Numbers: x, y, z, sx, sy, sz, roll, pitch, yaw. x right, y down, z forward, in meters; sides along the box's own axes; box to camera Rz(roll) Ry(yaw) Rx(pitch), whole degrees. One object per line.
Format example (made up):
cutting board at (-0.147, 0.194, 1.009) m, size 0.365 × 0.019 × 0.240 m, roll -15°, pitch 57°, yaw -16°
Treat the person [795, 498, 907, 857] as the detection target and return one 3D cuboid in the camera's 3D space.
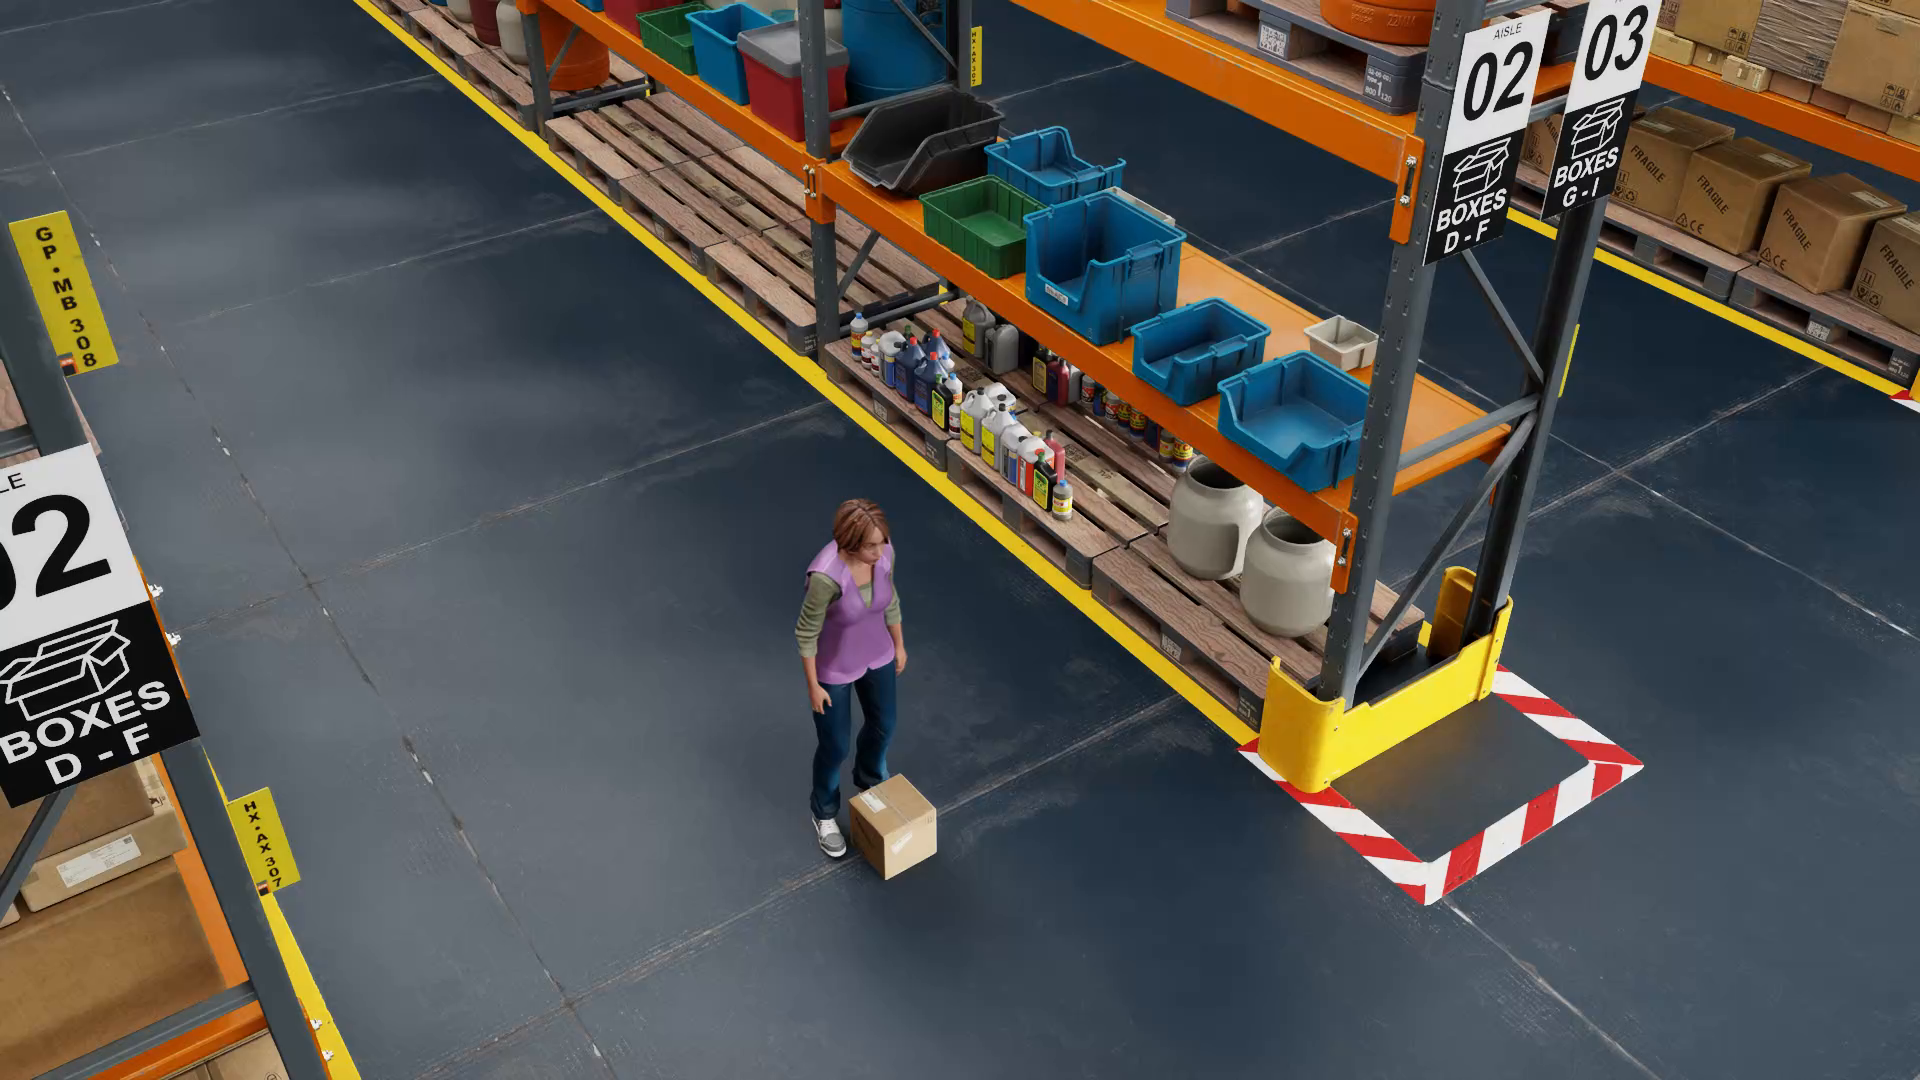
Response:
person at (-0.409, 0.488, 6.359) m, size 0.483 × 1.592 × 0.348 m, roll -26°, pitch 44°, yaw -30°
